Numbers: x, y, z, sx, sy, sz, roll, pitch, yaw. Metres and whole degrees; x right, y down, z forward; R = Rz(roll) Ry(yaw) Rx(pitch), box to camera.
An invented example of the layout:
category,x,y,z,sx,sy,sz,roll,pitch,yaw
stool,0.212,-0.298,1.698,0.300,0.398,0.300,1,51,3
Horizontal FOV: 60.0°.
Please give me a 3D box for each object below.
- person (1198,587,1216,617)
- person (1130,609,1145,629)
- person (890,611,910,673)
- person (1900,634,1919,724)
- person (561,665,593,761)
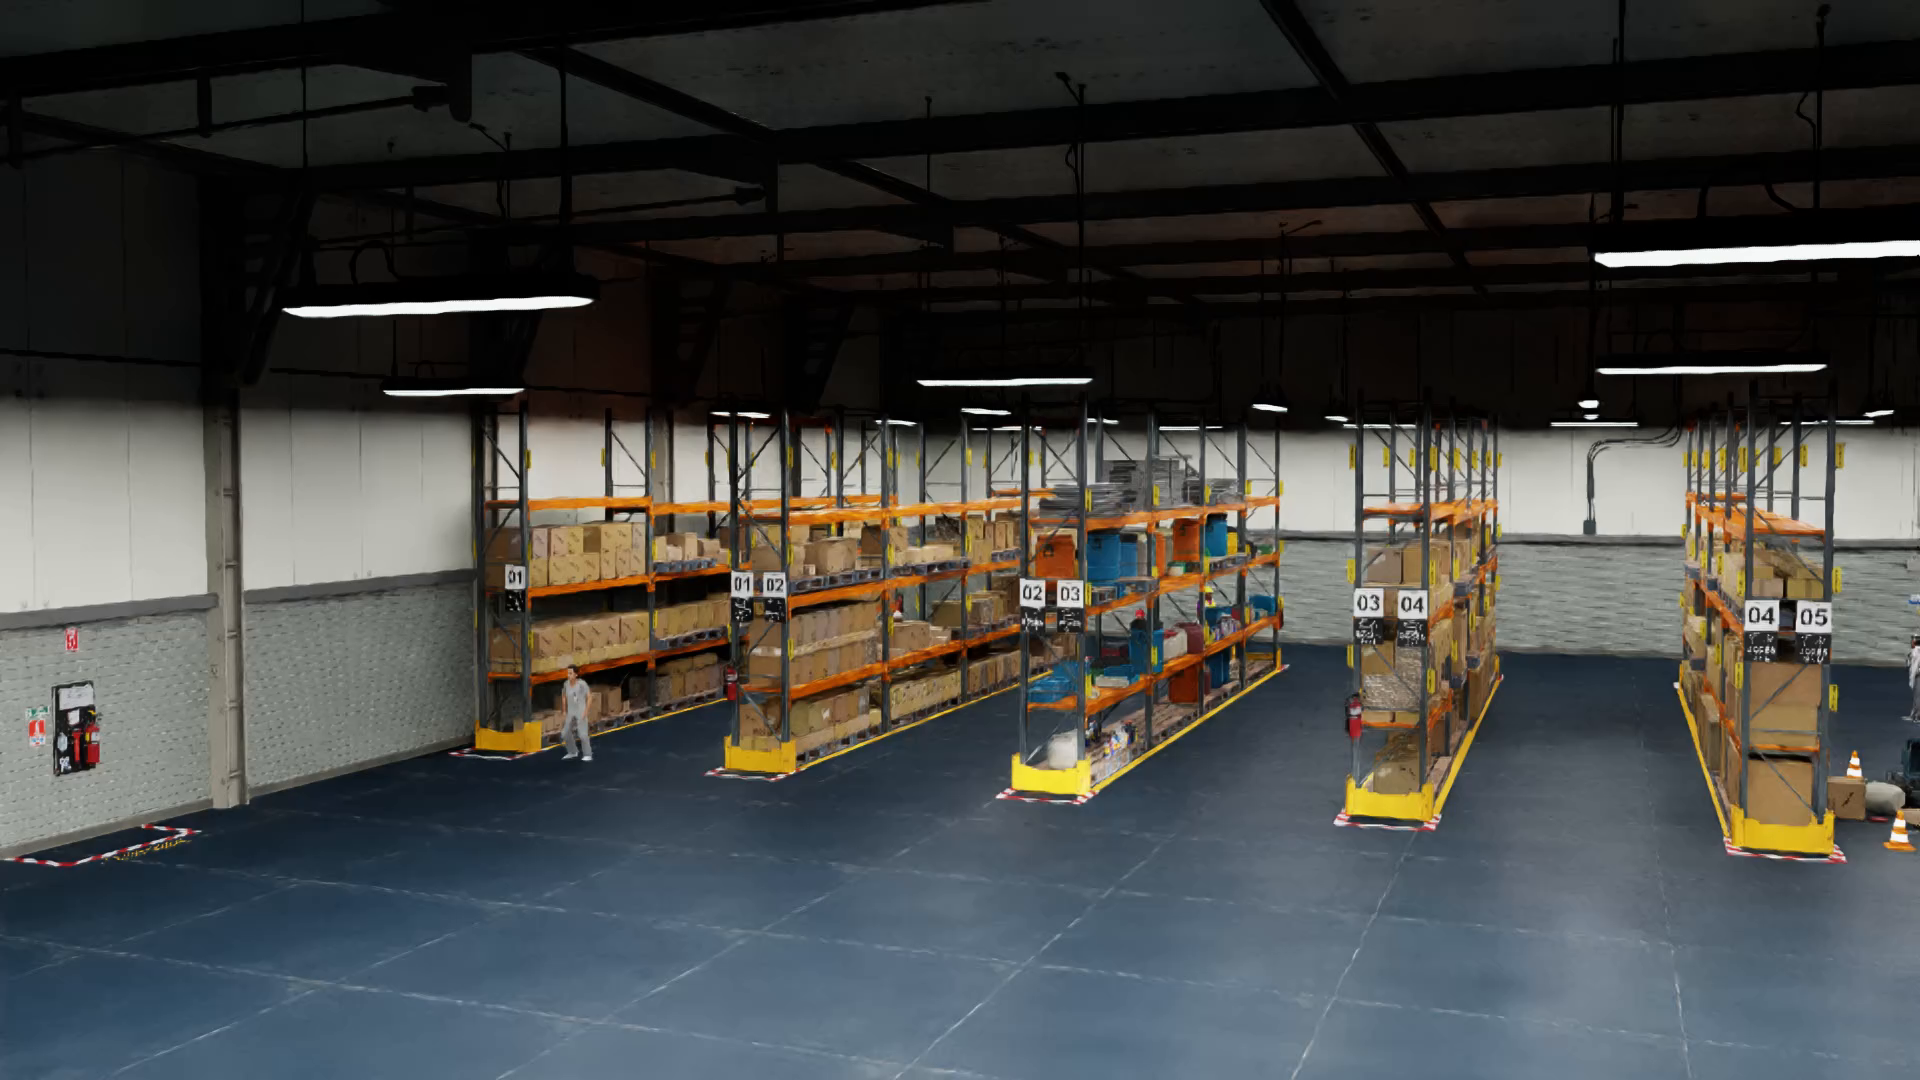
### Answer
category,x,y,z,sx,sy,sz,roll,pitch,yaw
person,6.324,2.061,42.170,0.740,1.754,0.568,-2,3,-30
person,3.955,2.361,36.436,0.550,1.708,1.128,1,3,19
person,-1.313,2.391,36.019,0.702,1.735,0.549,1,3,21
person,18.116,2.621,31.504,0.522,1.668,0.564,2,4,38
person,-6.338,2.860,27.528,0.580,1.619,0.507,1,3,20
